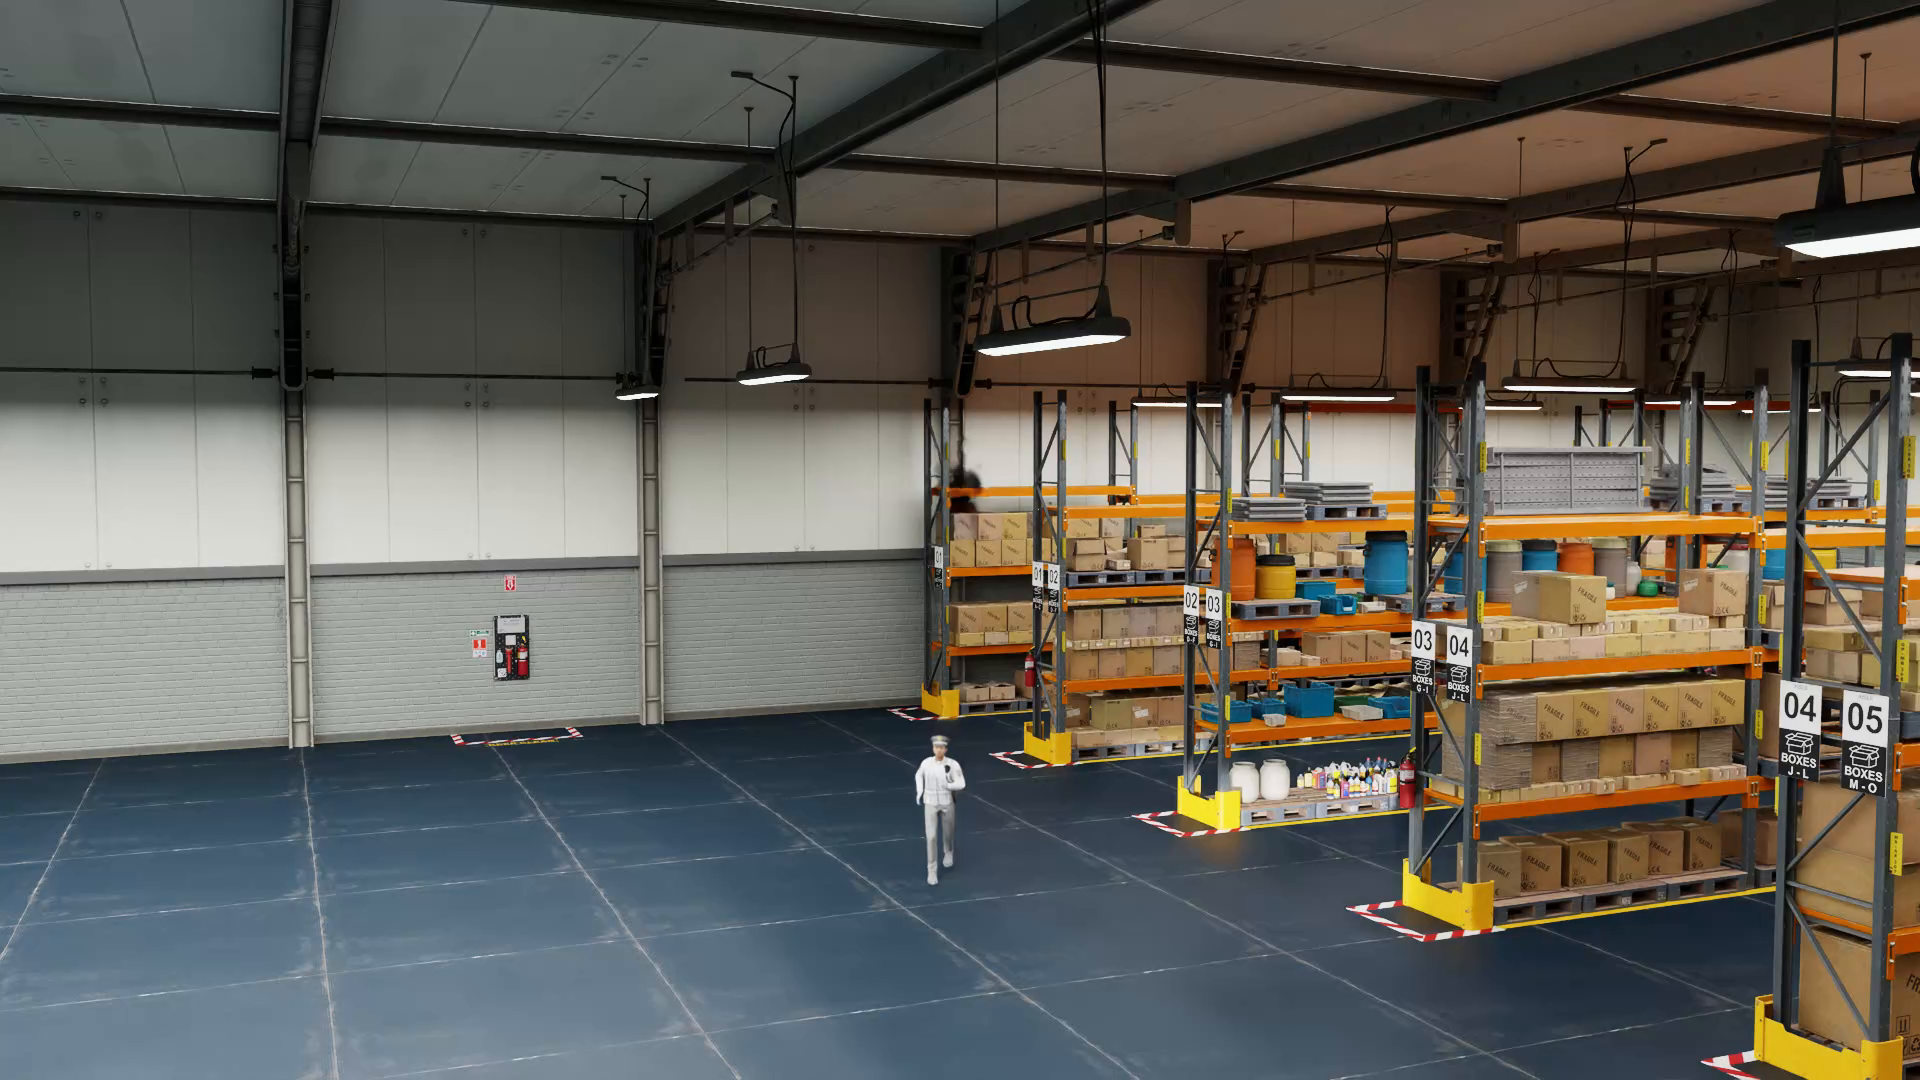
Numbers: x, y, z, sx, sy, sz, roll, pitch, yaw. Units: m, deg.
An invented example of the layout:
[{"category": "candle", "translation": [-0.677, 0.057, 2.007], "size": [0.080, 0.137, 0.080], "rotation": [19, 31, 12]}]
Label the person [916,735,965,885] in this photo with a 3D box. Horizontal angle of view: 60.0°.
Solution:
[{"category": "person", "translation": [-0.238, 3.135, 19.672], "size": [0.610, 1.684, 0.938], "rotation": [0, 3, 4]}]
